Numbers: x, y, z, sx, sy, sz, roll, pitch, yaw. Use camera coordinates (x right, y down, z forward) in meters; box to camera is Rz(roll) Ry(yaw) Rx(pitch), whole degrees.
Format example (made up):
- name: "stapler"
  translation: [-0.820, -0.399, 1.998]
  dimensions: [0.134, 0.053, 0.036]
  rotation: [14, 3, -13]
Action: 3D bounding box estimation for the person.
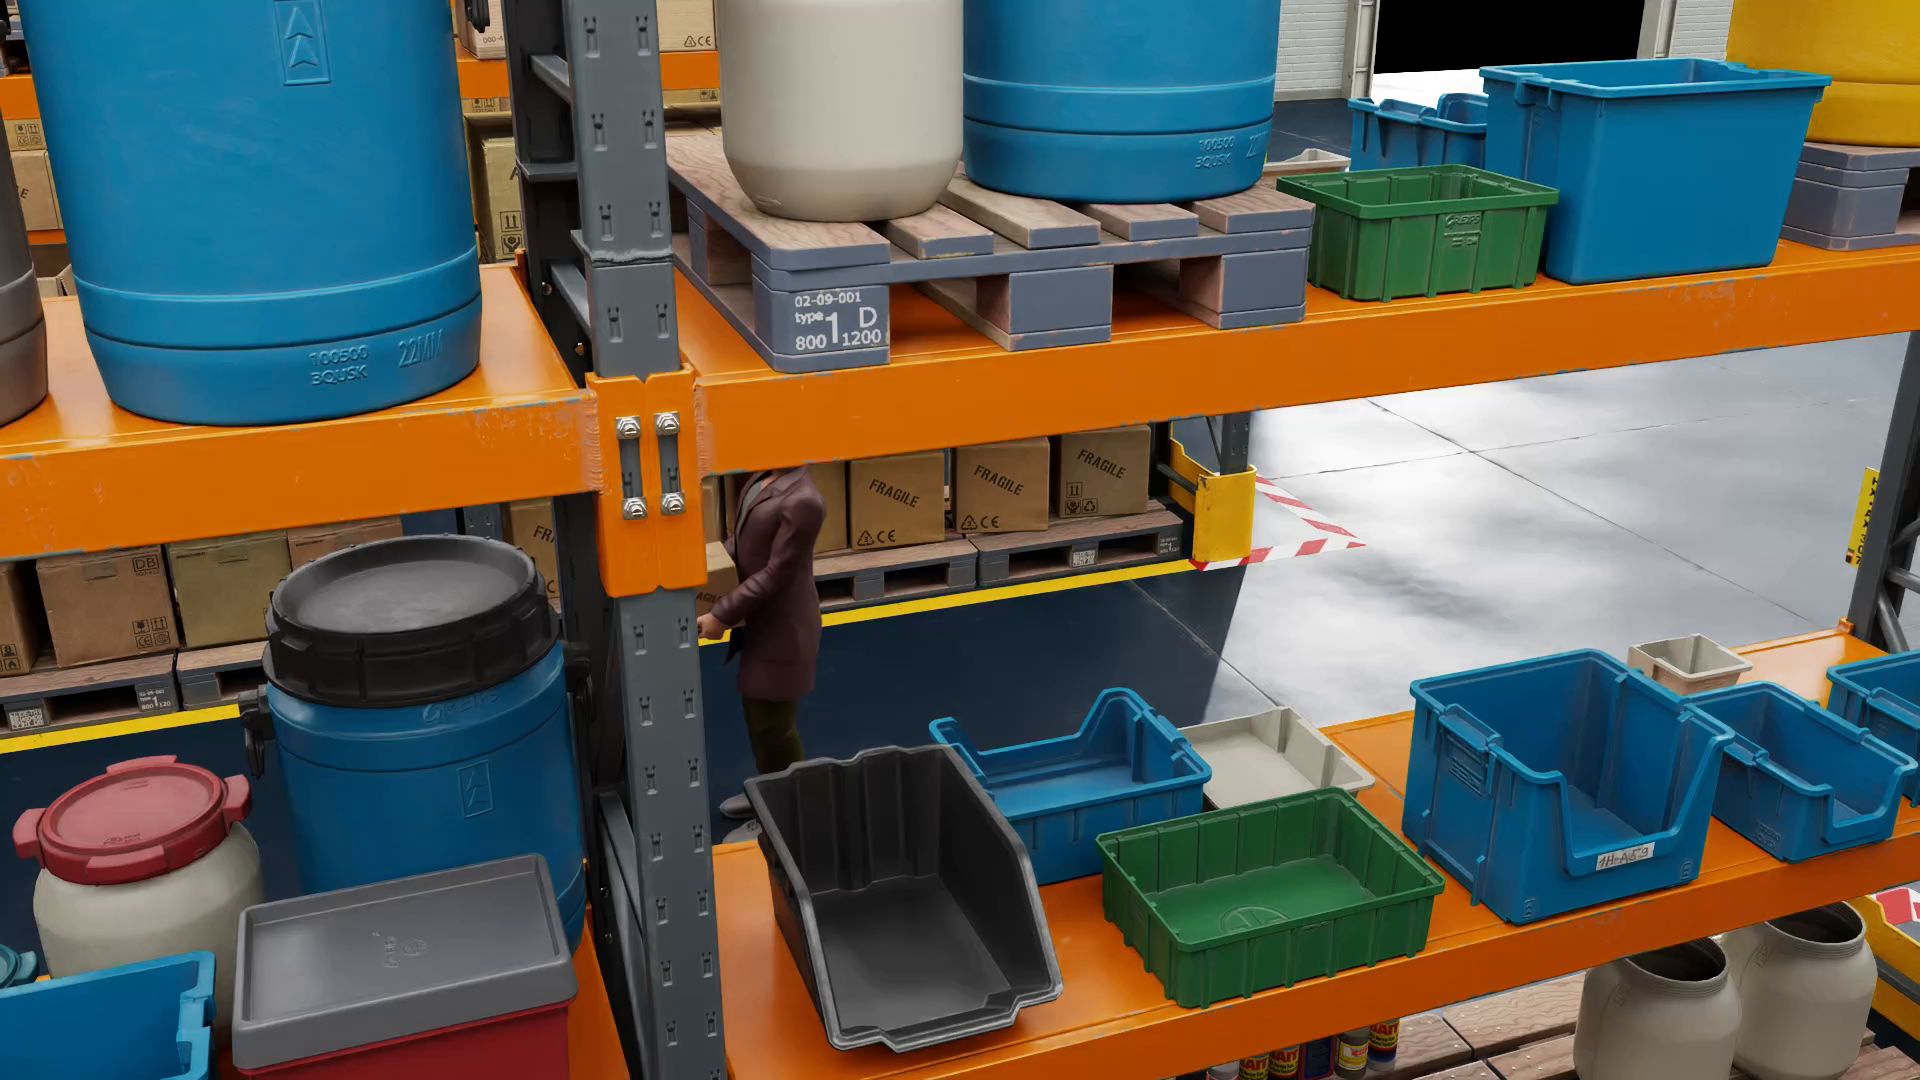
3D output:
- name: "person"
  translation: [-0.790, 0.338, 6.291]
  dimensions: [0.563, 1.769, 0.530]
  rotation: [-8, 24, -19]
